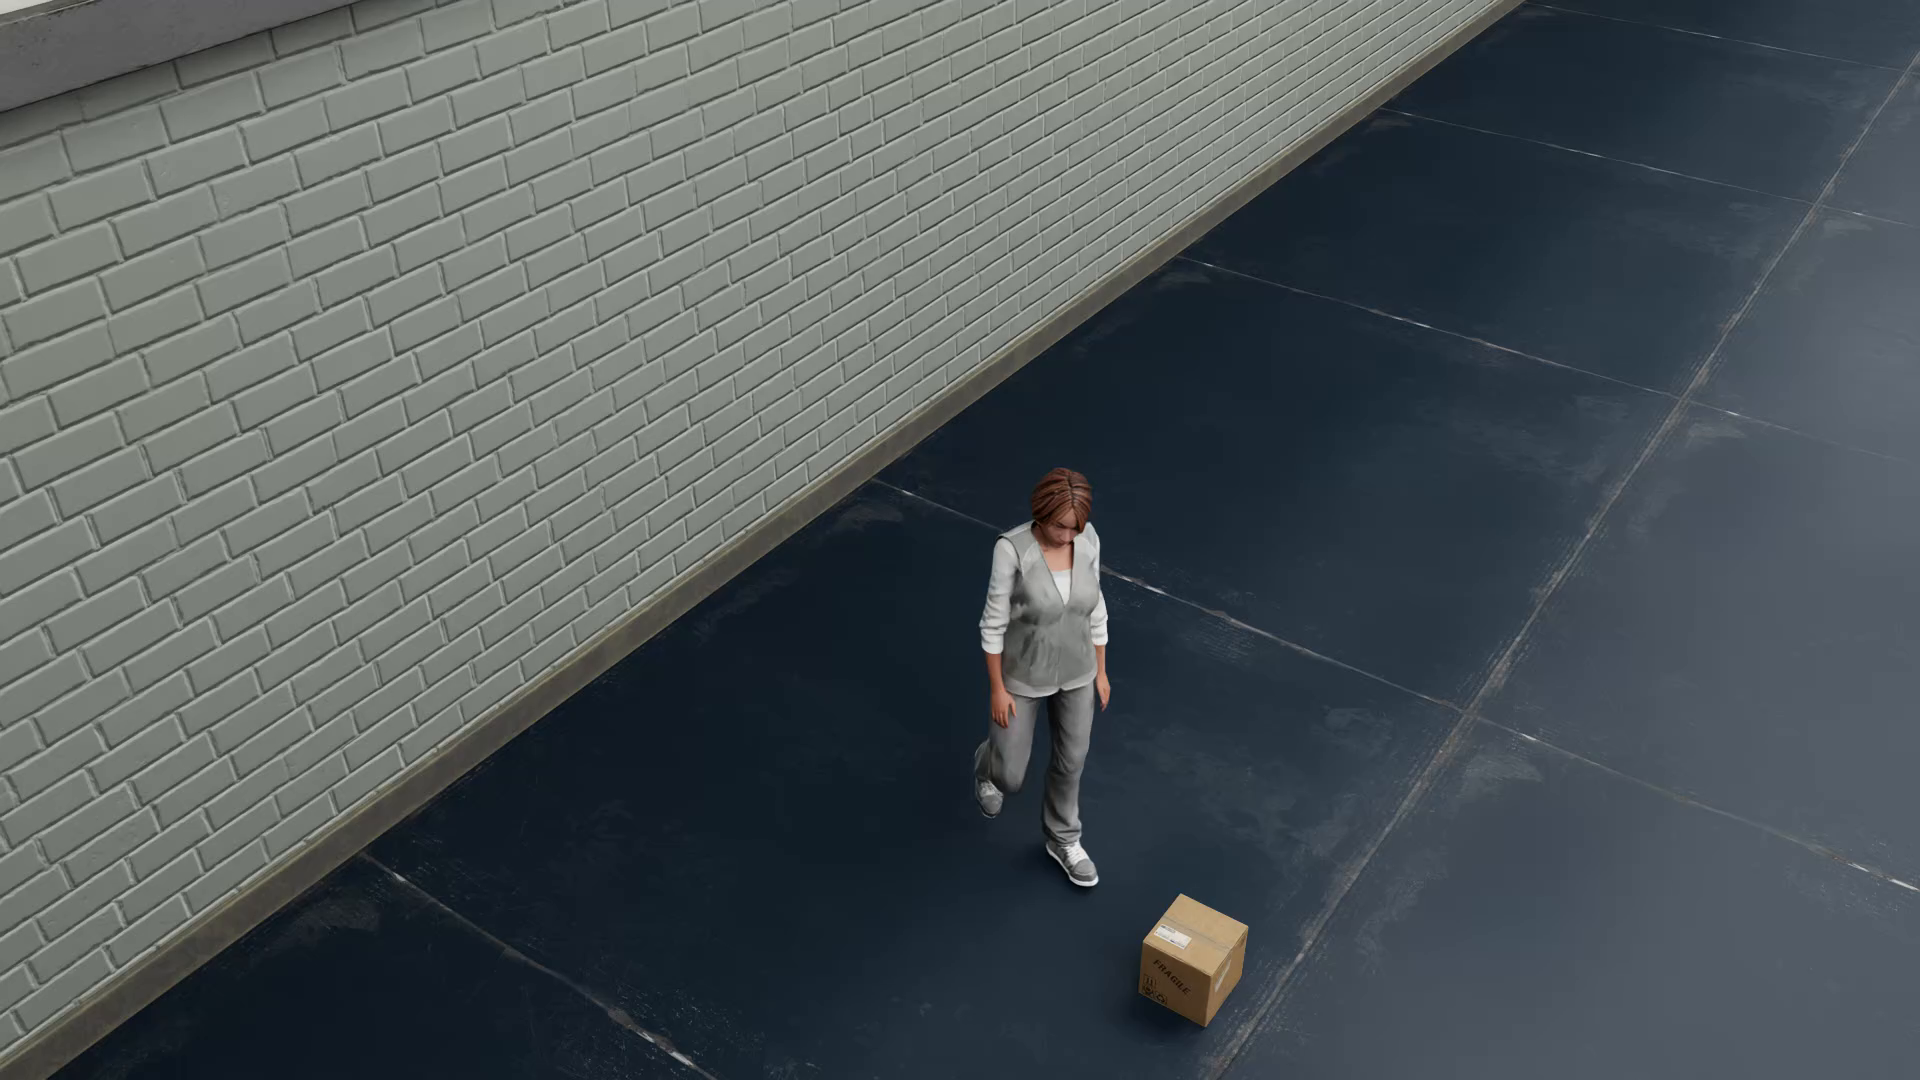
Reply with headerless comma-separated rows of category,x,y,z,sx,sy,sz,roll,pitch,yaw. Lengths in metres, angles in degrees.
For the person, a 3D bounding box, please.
person,0.267,0.441,5.507,0.442,1.577,0.571,-13,37,-18
